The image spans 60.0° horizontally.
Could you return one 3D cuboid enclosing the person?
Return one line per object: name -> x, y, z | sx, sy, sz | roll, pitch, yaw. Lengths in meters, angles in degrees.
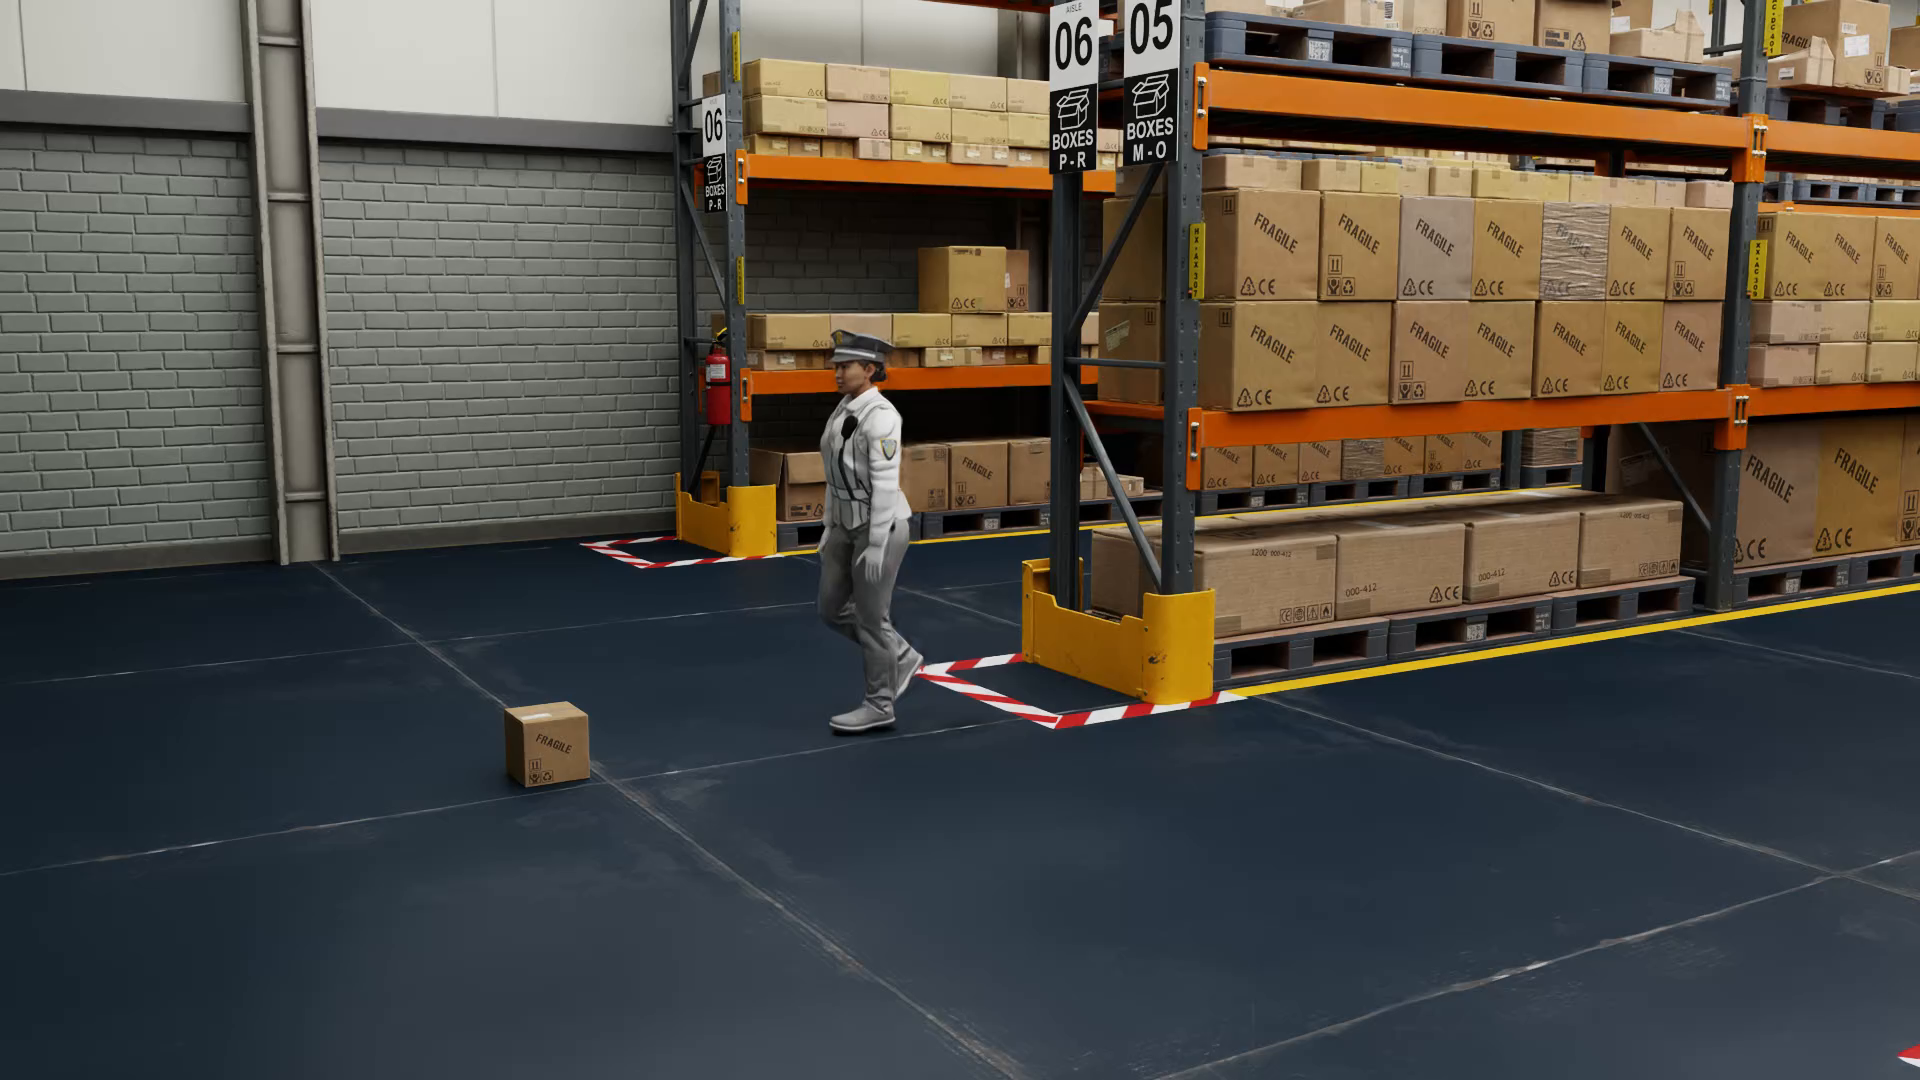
person -> -0.324, -0.033, 6.889 | 0.489, 1.674, 0.538 | -4, 9, -25
